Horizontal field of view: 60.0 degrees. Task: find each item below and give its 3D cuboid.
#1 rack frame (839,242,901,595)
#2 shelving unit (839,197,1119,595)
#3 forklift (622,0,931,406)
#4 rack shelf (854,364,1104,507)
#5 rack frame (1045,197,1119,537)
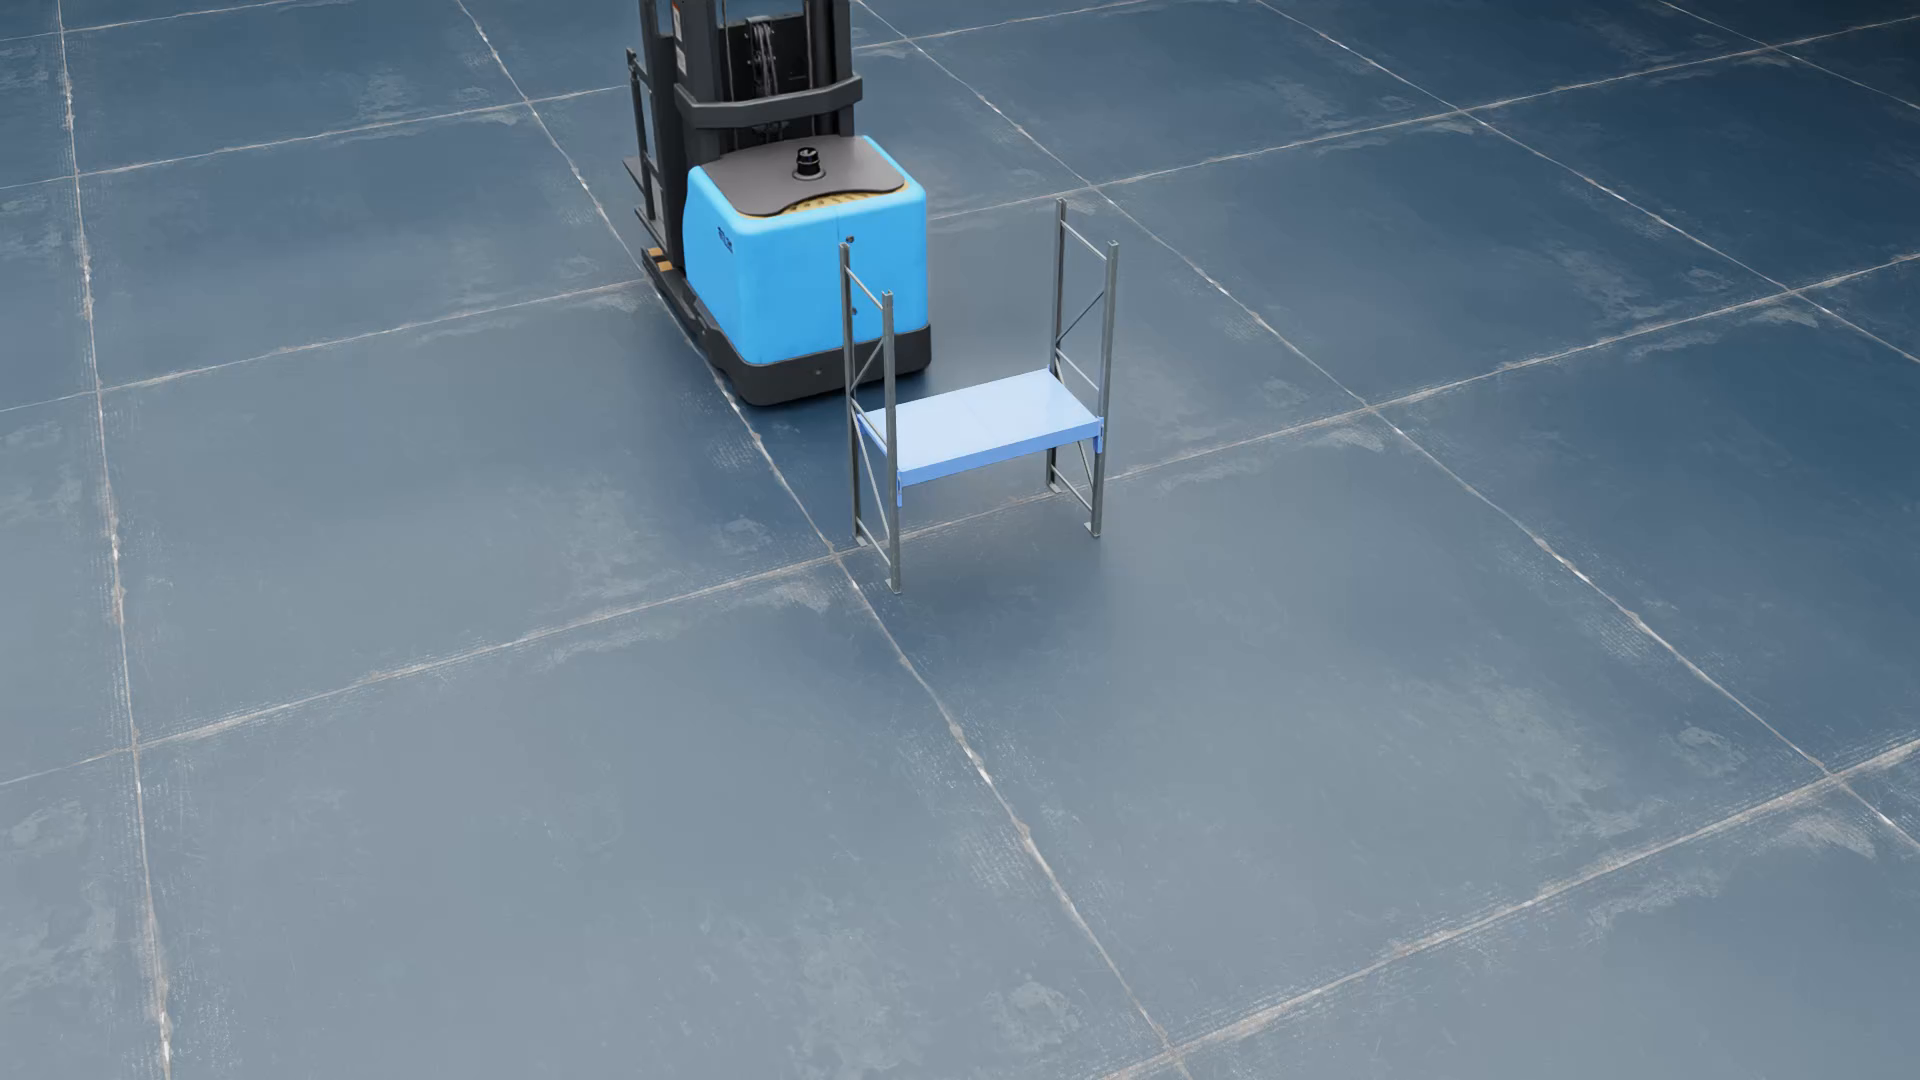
[{"bbox_3d":[-0.383,-0.495,7.159,0.032,1.500,0.500,-16,39,-20],"label":"rack frame"},{"bbox_3d":[0.077,-0.624,7.332,1.048,1.500,0.538,-16,39,-20],"label":"shelving unit"},{"bbox_3d":[-1.233,-2.739,8.983,1.130,2.935,3.031,-15,39,-20],"label":"forklift"},{"bbox_3d":[0.077,-0.480,7.439,1.000,0.185,0.538,-16,39,-20],"label":"rack shelf"},{"bbox_3d":[0.537,-0.753,7.506,0.032,1.500,0.500,-16,39,-20],"label":"rack frame"}]
